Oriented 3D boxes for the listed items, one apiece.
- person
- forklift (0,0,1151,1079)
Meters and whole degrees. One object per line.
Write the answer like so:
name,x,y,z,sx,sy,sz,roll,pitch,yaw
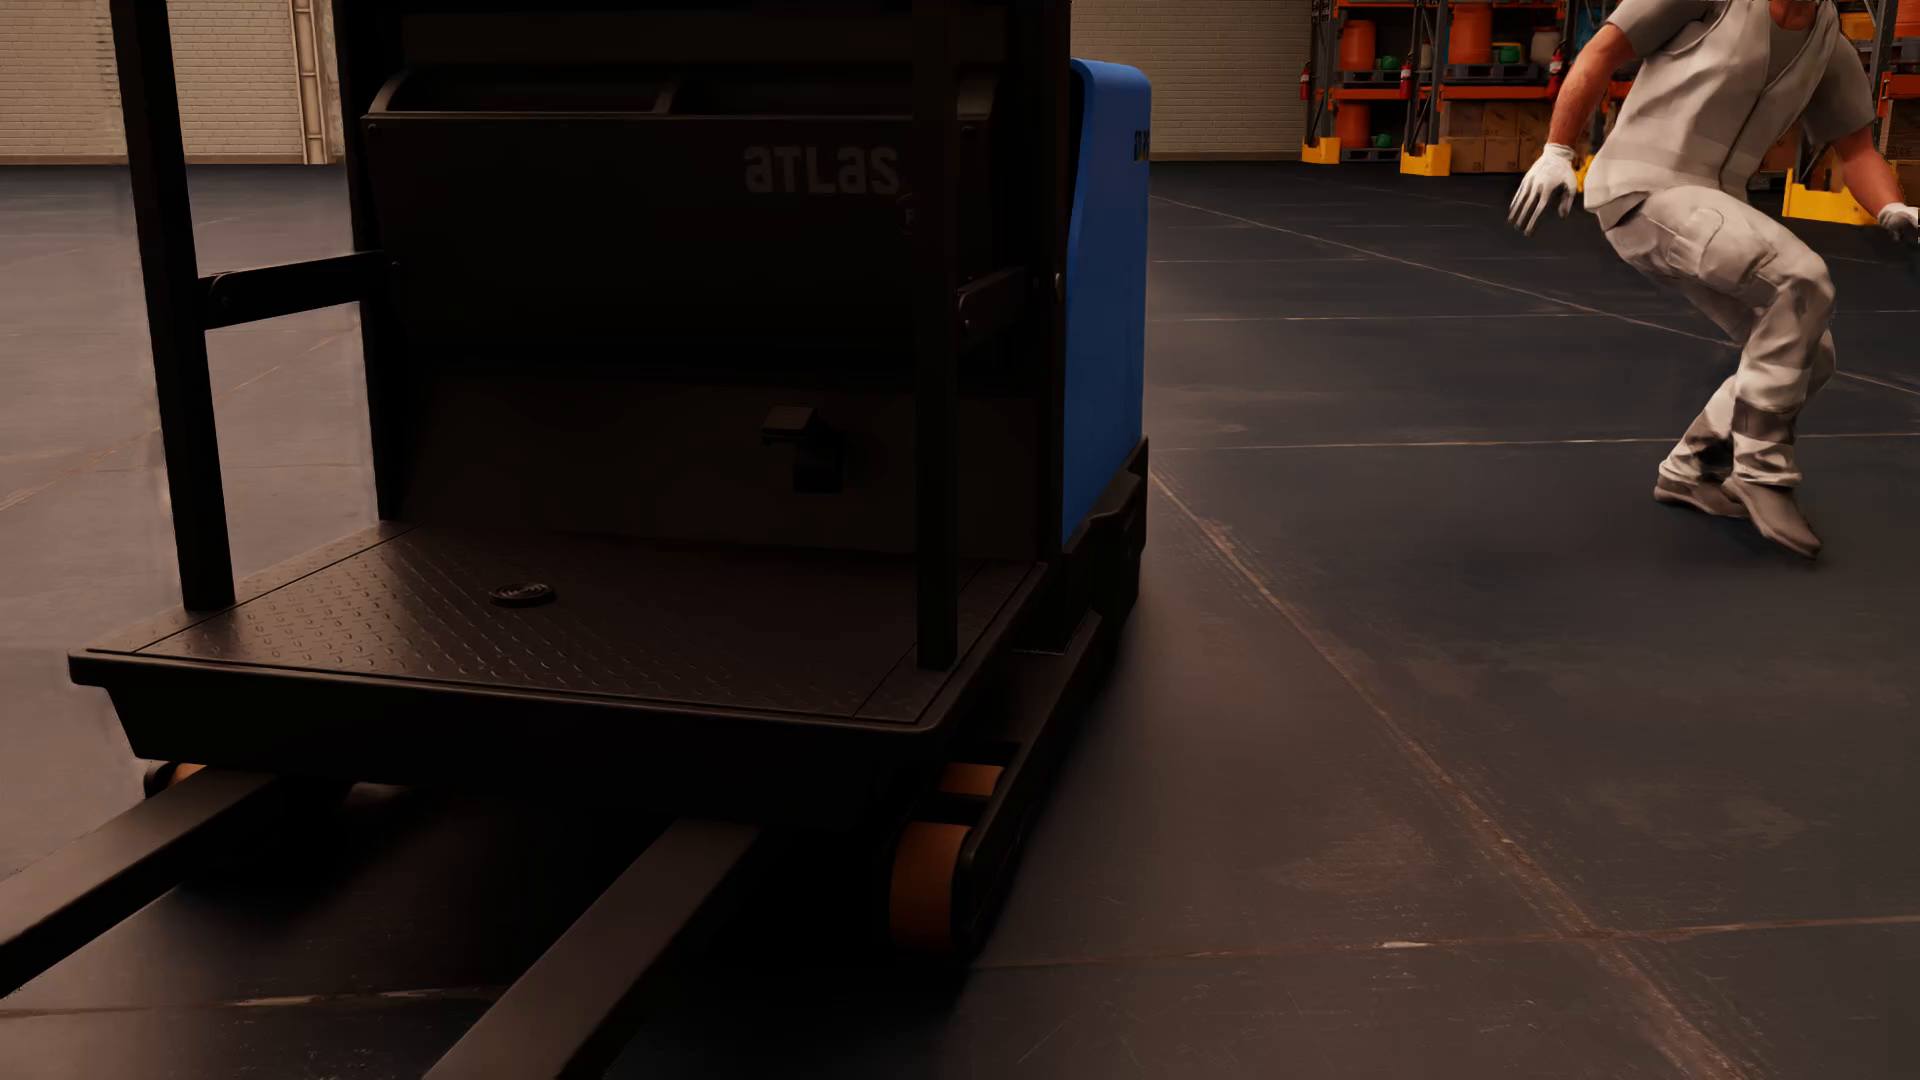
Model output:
person,1.806,-0.764,3.833,0.781,1.561,0.772,-9,17,-31
forklift,-0.445,-1.018,2.043,1.130,2.935,3.031,4,15,13
